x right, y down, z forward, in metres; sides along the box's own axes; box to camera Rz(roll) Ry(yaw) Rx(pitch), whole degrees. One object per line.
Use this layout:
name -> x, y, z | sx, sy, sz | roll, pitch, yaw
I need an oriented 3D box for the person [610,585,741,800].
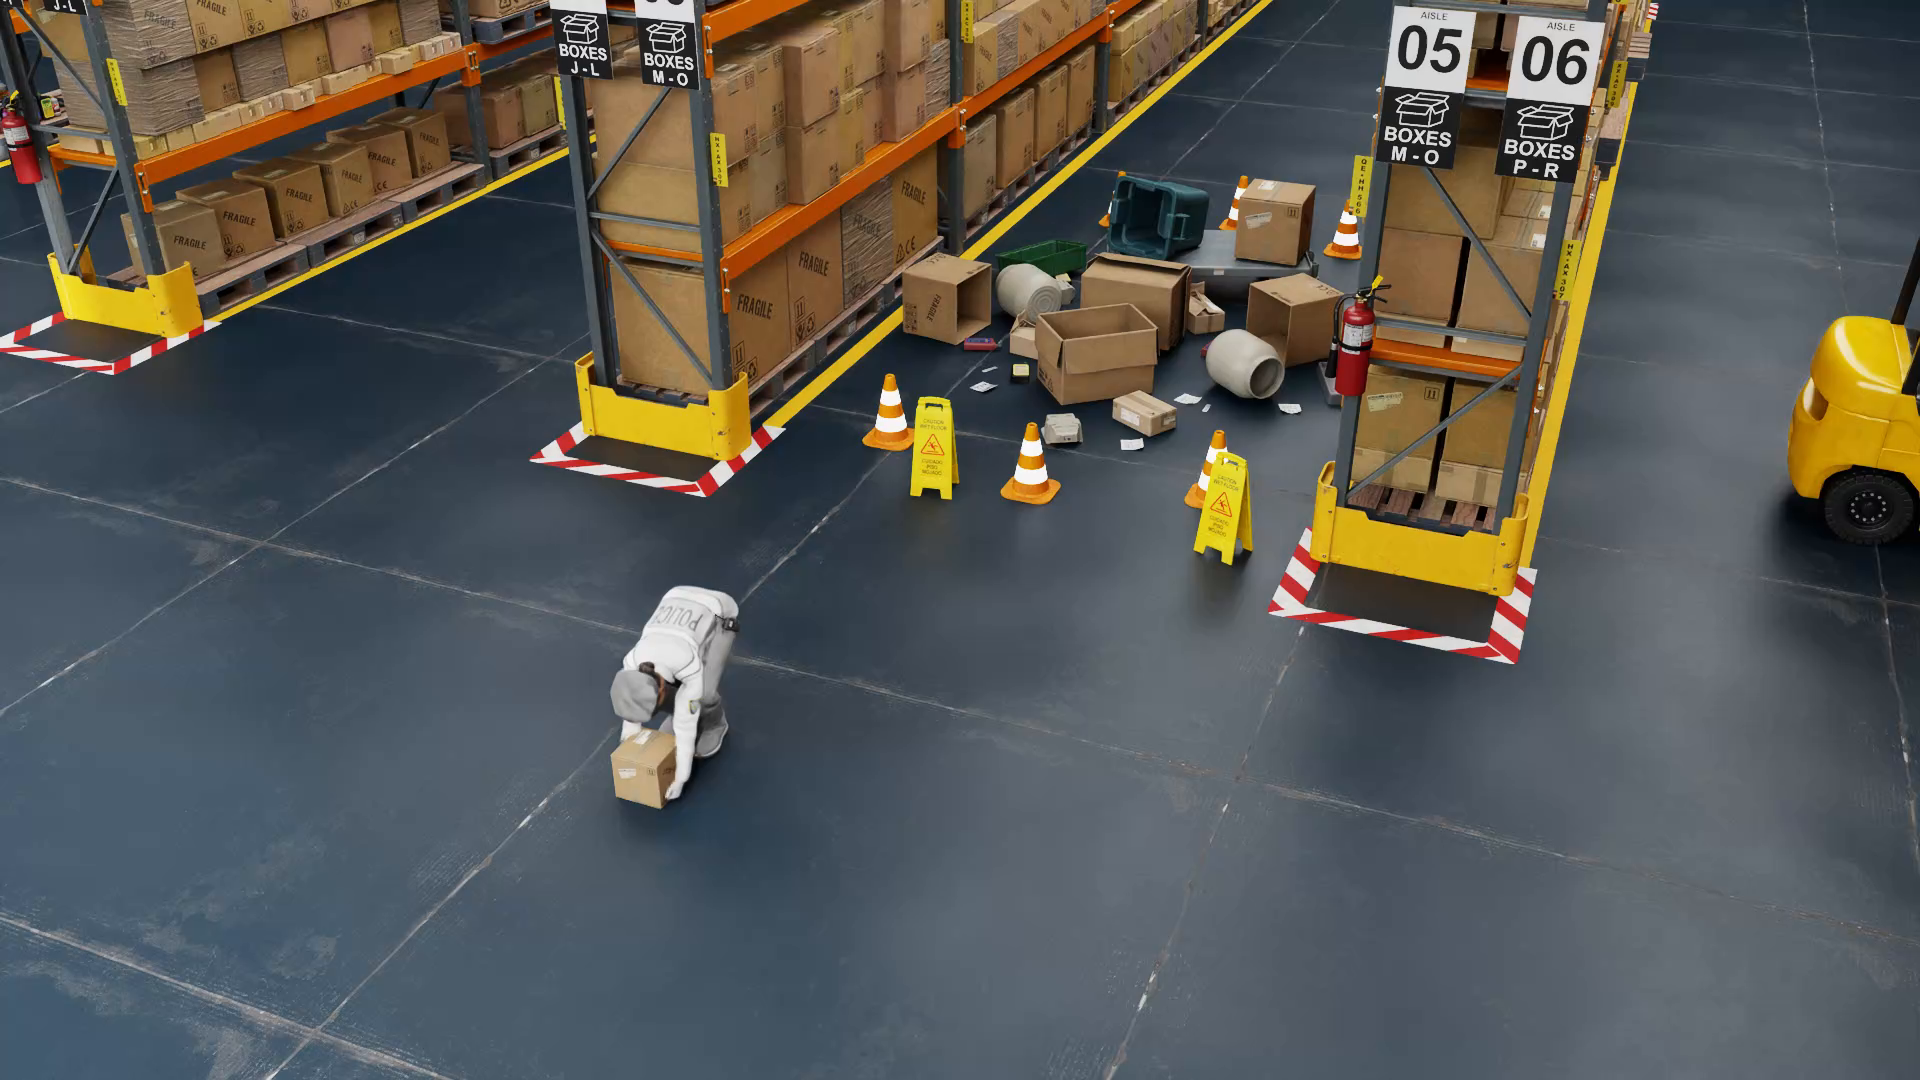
person -> -1.375, 0.722, 8.044 | 0.452, 0.801, 0.905 | 10, 31, 17
